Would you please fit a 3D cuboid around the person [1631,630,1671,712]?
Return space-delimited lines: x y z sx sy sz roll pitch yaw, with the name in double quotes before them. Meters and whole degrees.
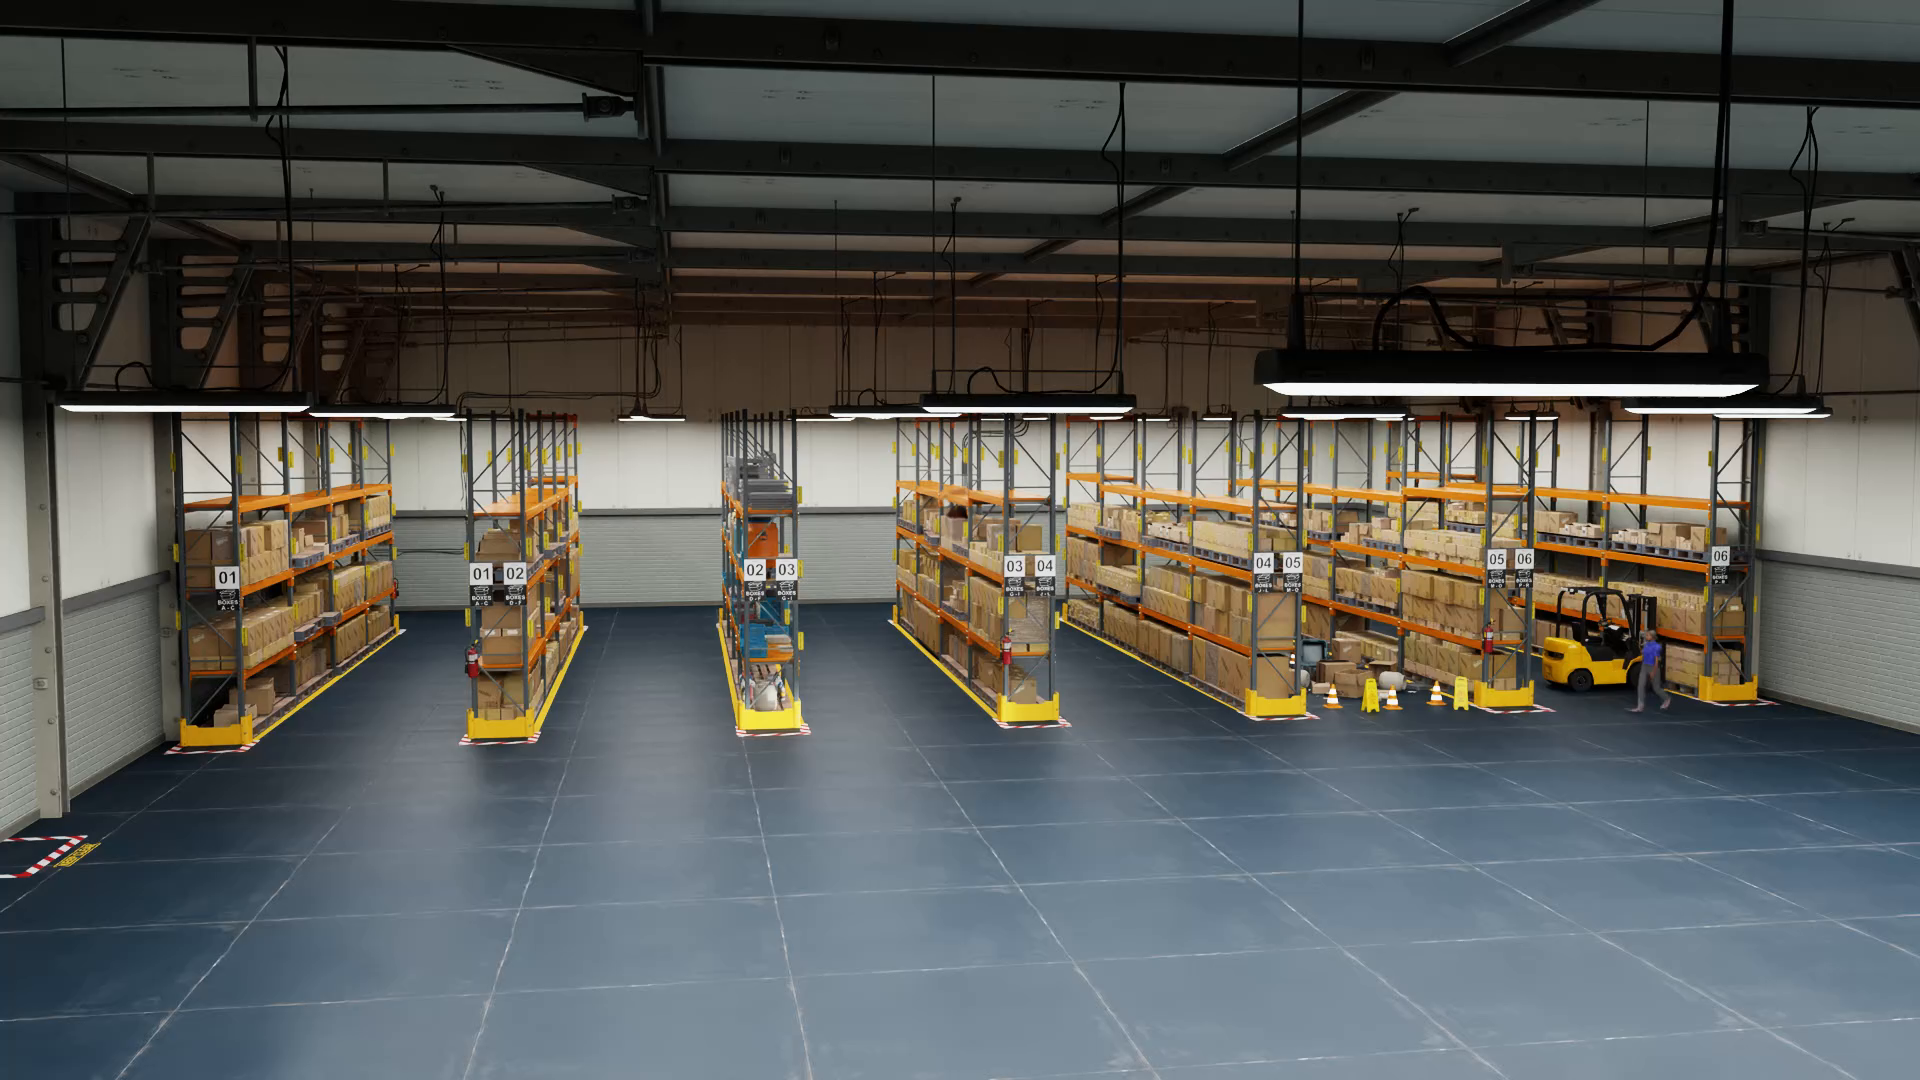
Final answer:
"person" 13.742 2.596 33.043 0.836 1.628 0.416 -2 5 -30

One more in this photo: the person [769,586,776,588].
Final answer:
"person" -5.445 1.483 48.099 0.603 1.810 0.475 1 4 8
